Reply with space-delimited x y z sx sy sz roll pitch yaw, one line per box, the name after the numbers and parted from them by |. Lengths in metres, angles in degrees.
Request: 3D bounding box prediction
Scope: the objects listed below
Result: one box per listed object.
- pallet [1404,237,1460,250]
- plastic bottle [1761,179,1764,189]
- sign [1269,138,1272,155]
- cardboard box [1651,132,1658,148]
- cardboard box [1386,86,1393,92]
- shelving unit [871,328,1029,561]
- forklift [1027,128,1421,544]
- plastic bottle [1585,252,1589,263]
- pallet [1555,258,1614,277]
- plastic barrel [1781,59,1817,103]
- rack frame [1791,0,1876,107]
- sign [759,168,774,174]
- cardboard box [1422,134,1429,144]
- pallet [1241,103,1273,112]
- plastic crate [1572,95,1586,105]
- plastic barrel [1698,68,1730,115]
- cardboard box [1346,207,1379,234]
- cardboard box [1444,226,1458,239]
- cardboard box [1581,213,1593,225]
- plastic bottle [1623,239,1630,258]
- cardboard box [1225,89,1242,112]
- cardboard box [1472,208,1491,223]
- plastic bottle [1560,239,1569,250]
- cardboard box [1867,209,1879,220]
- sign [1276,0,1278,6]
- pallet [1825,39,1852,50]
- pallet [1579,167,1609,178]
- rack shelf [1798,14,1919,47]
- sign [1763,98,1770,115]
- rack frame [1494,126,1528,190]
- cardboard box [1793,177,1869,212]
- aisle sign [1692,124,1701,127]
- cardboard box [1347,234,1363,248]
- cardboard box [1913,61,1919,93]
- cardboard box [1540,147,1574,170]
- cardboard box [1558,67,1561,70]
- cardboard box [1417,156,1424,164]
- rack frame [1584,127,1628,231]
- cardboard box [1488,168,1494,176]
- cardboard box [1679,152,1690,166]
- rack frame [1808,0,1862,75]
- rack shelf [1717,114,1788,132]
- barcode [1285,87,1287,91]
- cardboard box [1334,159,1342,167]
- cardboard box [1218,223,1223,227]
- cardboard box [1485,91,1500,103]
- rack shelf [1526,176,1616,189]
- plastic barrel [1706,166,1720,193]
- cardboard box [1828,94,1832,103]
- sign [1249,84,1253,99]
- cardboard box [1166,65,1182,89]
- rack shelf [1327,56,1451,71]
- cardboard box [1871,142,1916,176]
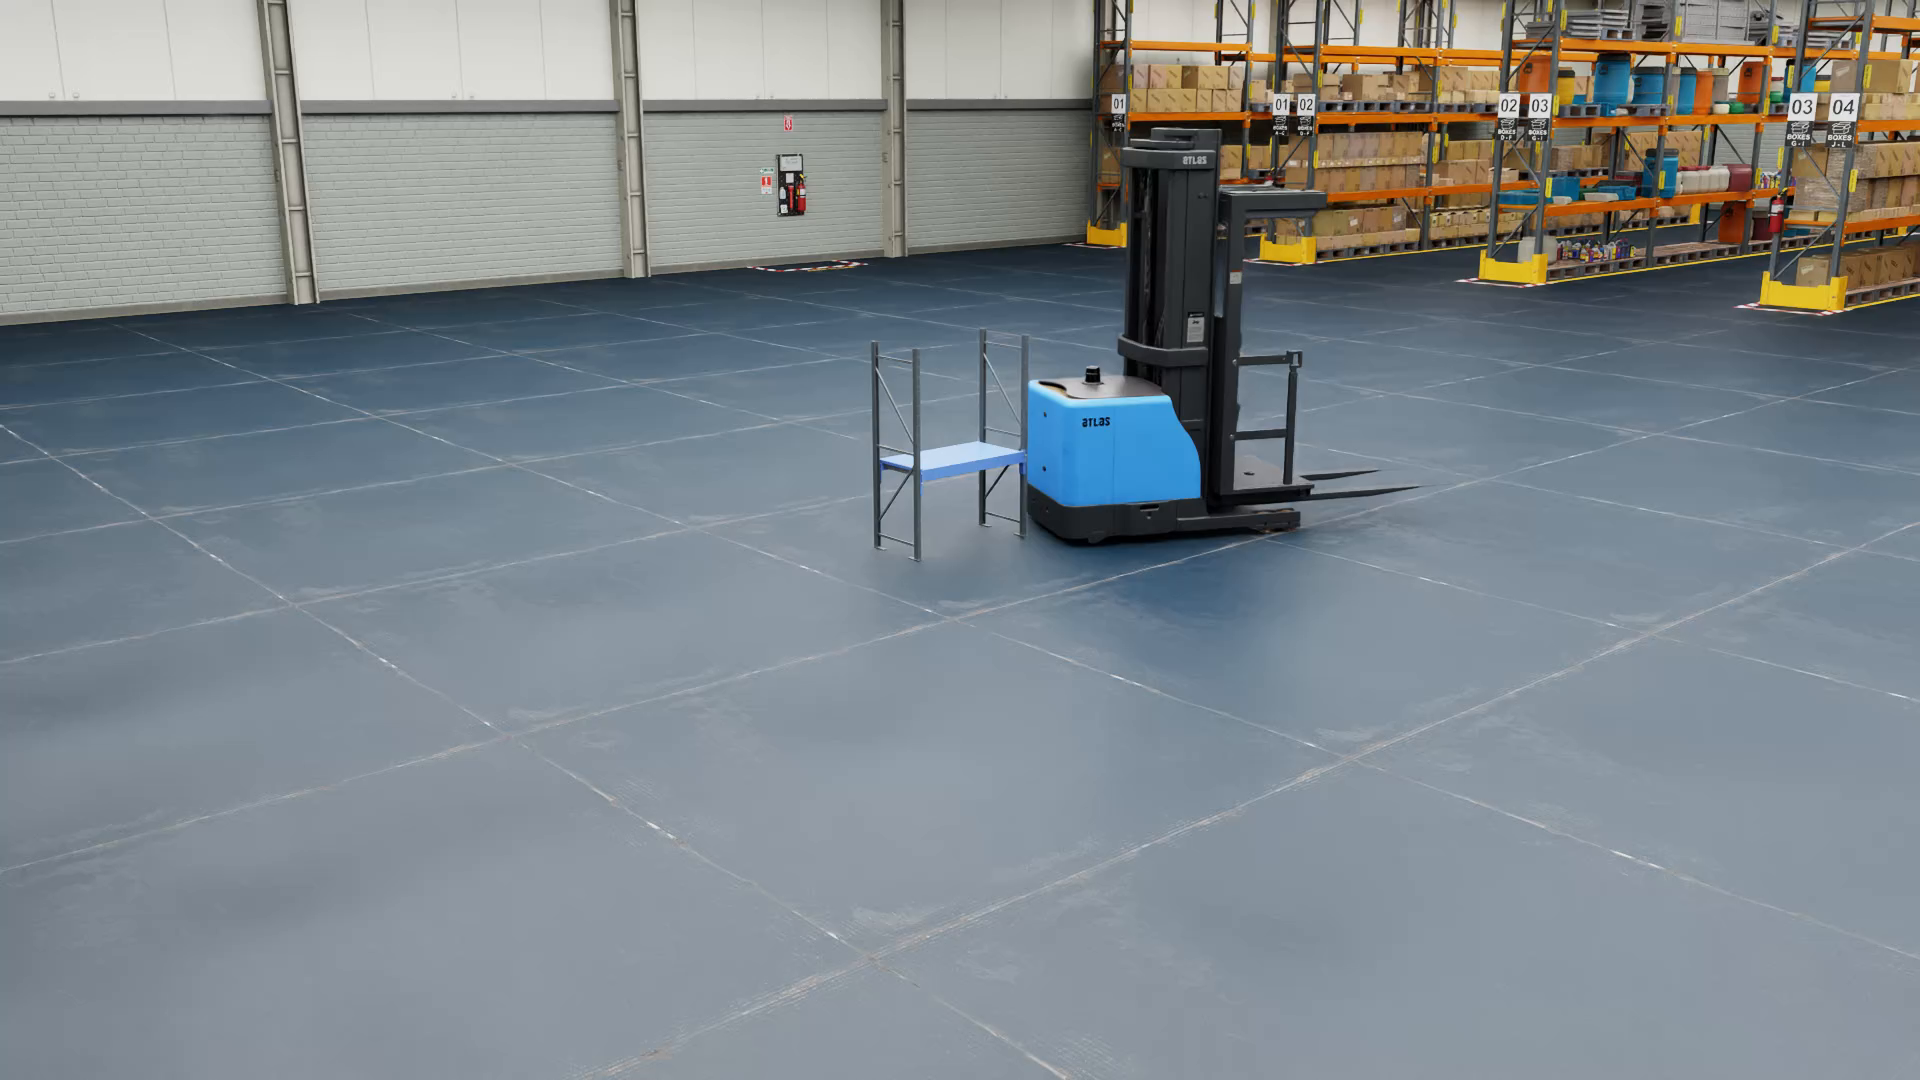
10.054 -6.456 36.011 1.213 0.211 1.003 -13 19 -39 | pallet
16.508 -7.329 34.259 0.097 0.201 0.097 0 15 0 | plastic bottle
6.161 -7.775 32.843 0.005 0.325 0.100 -13 19 -39 | sign
16.876 -9.757 40.834 0.500 0.500 0.500 -13 20 -41 | cardboard box
8.563 -9.222 34.238 0.500 0.311 0.500 -14 20 -42 | cardboard box
-0.064 -0.710 12.002 1.048 1.500 0.538 -13 19 -39 | shelving unit
2.049 -1.589 12.518 3.031 2.935 1.130 -4 16 -16 | forklift
11.406 -5.153 30.299 0.097 0.201 0.097 0 15 0 | plastic bottle
11.318 -5.045 30.729 1.213 0.211 1.003 -13 19 -39 | pallet
17.621 -9.637 34.917 0.708 0.901 0.600 -13 19 -39 | plastic barrel
13.006 -7.962 24.622 0.127 3.000 1.000 -13 19 -39 | rack frame
-3.679 -7.015 31.604 0.331 0.109 0.001 -13 19 -39 | sign
11.728 -10.340 42.886 0.500 0.250 0.500 -12 19 -38 | cardboard box
6.805 -10.077 38.714 1.003 0.211 1.213 -13 19 -39 | pallet
10.996 -7.851 30.050 0.575 0.384 0.392 -13 19 -39 | plastic crate
15.028 -8.978 33.265 0.600 0.901 0.600 0 15 0 | plastic barrel
8.190 -6.531 33.950 0.500 0.500 0.500 -13 19 -39 | cardboard box
10.377 -6.652 35.854 0.500 0.250 0.500 -12 19 -38 | cardboard box
14.618 -7.725 39.348 0.500 0.500 0.500 -12 19 -39 | cardboard box
12.476 -5.473 31.209 0.185 0.351 0.144 -13 20 -41 | plastic bottle
6.049 -10.008 37.859 0.500 0.500 0.500 -12 19 -38 | cardboard box
11.537 -7.183 36.756 0.500 0.311 0.500 -13 20 -40 | cardboard box
11.288 -5.447 31.111 0.185 0.351 0.144 -12 19 -37 | plastic bottle
14.146 -5.110 26.055 0.250 0.149 0.380 -13 19 -39 | cardboard box
6.161 -10.489 32.118 0.005 0.325 0.100 -13 19 -39 | sign
18.204 -10.529 35.371 1.213 0.211 1.003 -13 19 -39 | pallet
14.884 -8.819 39.826 1.213 0.211 1.003 -13 19 -39 | pallet
14.515 -7.952 25.984 4.000 0.370 1.077 -13 19 -39 | rack shelf
16.157 -8.676 33.310 0.005 0.325 0.100 -13 19 -39 | sign
15.322 -10.667 46.374 0.127 3.000 1.000 -13 19 -39 | rack frame
13.439 -5.344 25.674 0.500 0.500 0.875 -13 19 -39 | cardboard box
18.829 -10.912 42.250 0.004 0.787 0.394 -13 19 -39 | aisle sign
7.809 -6.085 33.734 0.500 0.250 0.500 -13 19 -39 | cardboard box
15.852 -7.499 26.959 0.500 0.500 0.500 -13 20 -41 | cardboard box
13.758 -8.846 38.547 0.500 0.500 0.700 -9 17 -29 | cardboard box
13.259 -10.488 37.759 0.500 0.500 0.500 -13 19 -39 | cardboard box
9.459 -7.945 34.730 0.250 0.149 0.380 -13 20 -39 | cardboard box
15.559 -9.026 40.229 0.127 3.000 1.000 -13 19 -39 | rack frame
11.740 -8.192 37.278 0.500 0.311 0.500 -13 20 -40 | cardboard box
18.028 -9.535 41.939 0.500 0.500 0.500 -12 19 -39 | cardboard box
18.808 -10.960 35.842 0.127 3.000 1.000 -13 19 -39 | rack frame
17.299 -8.824 35.054 4.000 0.370 1.077 -13 19 -39 | rack shelf
6.417 -8.868 32.699 0.075 0.075 0.001 -13 19 -39 | barcode
7.330 -7.467 32.940 0.250 0.149 0.380 -13 19 -39 | cardboard box
5.885 -7.382 38.711 0.380 0.166 0.250 13 20 40 | cardboard box
11.413 -9.653 36.241 0.500 0.250 0.500 -13 20 -40 | cardboard box
14.050 -8.340 39.053 4.000 0.370 1.077 -13 19 -39 | rack shelf
14.837 -7.150 32.990 0.421 0.512 0.421 0 15 0 | plastic barrel
13.284 -6.762 25.460 0.250 0.149 0.380 -13 20 -41 | cardboard box
6.631 -10.229 37.919 0.005 0.325 0.100 -13 19 -39 | sign
4.493 -10.129 36.377 0.500 0.500 0.500 -12 19 -38 | cardboard box
10.796 -12.009 41.939 4.000 0.370 1.077 -13 19 -39 | rack shelf
14.731 -6.033 26.318 0.500 0.500 0.500 -13 19 -39 | cardboard box
